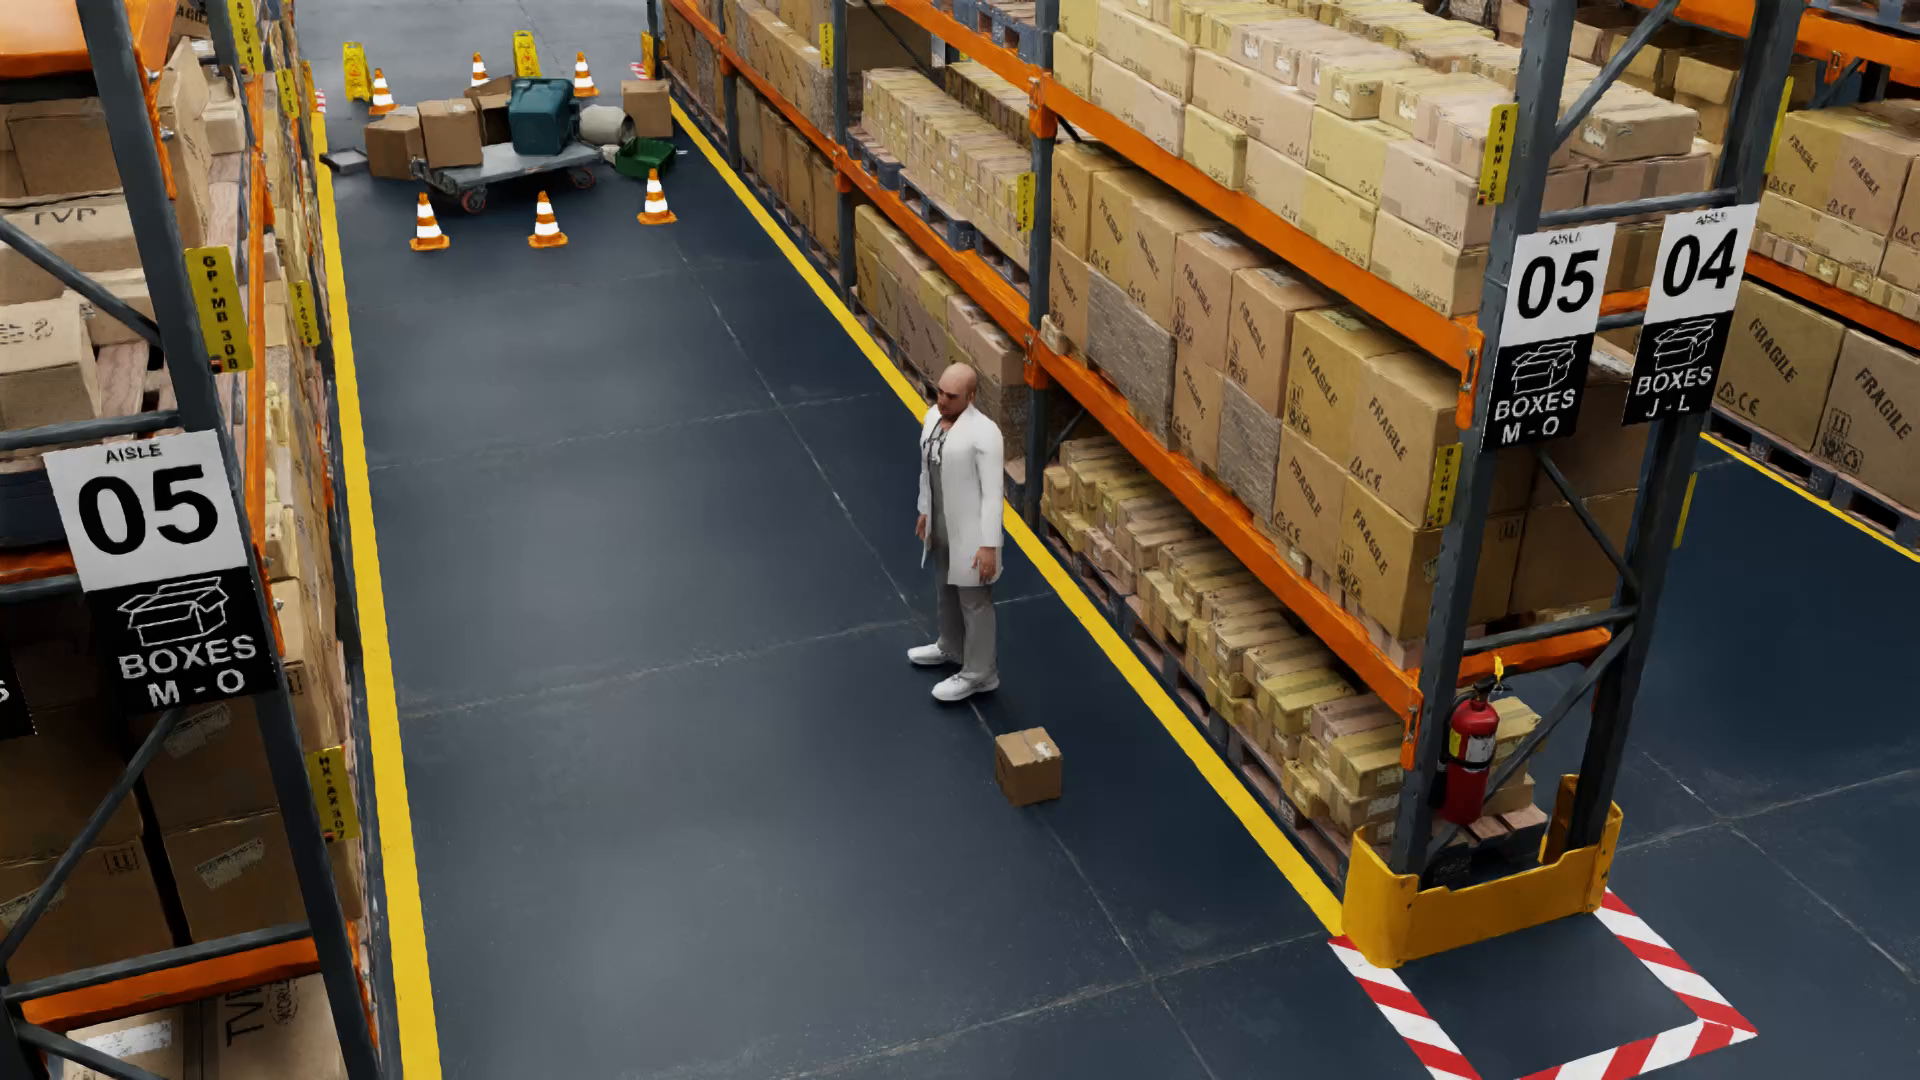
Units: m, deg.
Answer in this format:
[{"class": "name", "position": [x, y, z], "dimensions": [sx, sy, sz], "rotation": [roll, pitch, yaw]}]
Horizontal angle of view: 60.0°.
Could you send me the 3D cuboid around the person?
[{"class": "person", "position": [-0.026, -0.032, 8.358], "dimensions": [0.431, 1.792, 0.695], "rotation": [-20, 35, -31]}]
